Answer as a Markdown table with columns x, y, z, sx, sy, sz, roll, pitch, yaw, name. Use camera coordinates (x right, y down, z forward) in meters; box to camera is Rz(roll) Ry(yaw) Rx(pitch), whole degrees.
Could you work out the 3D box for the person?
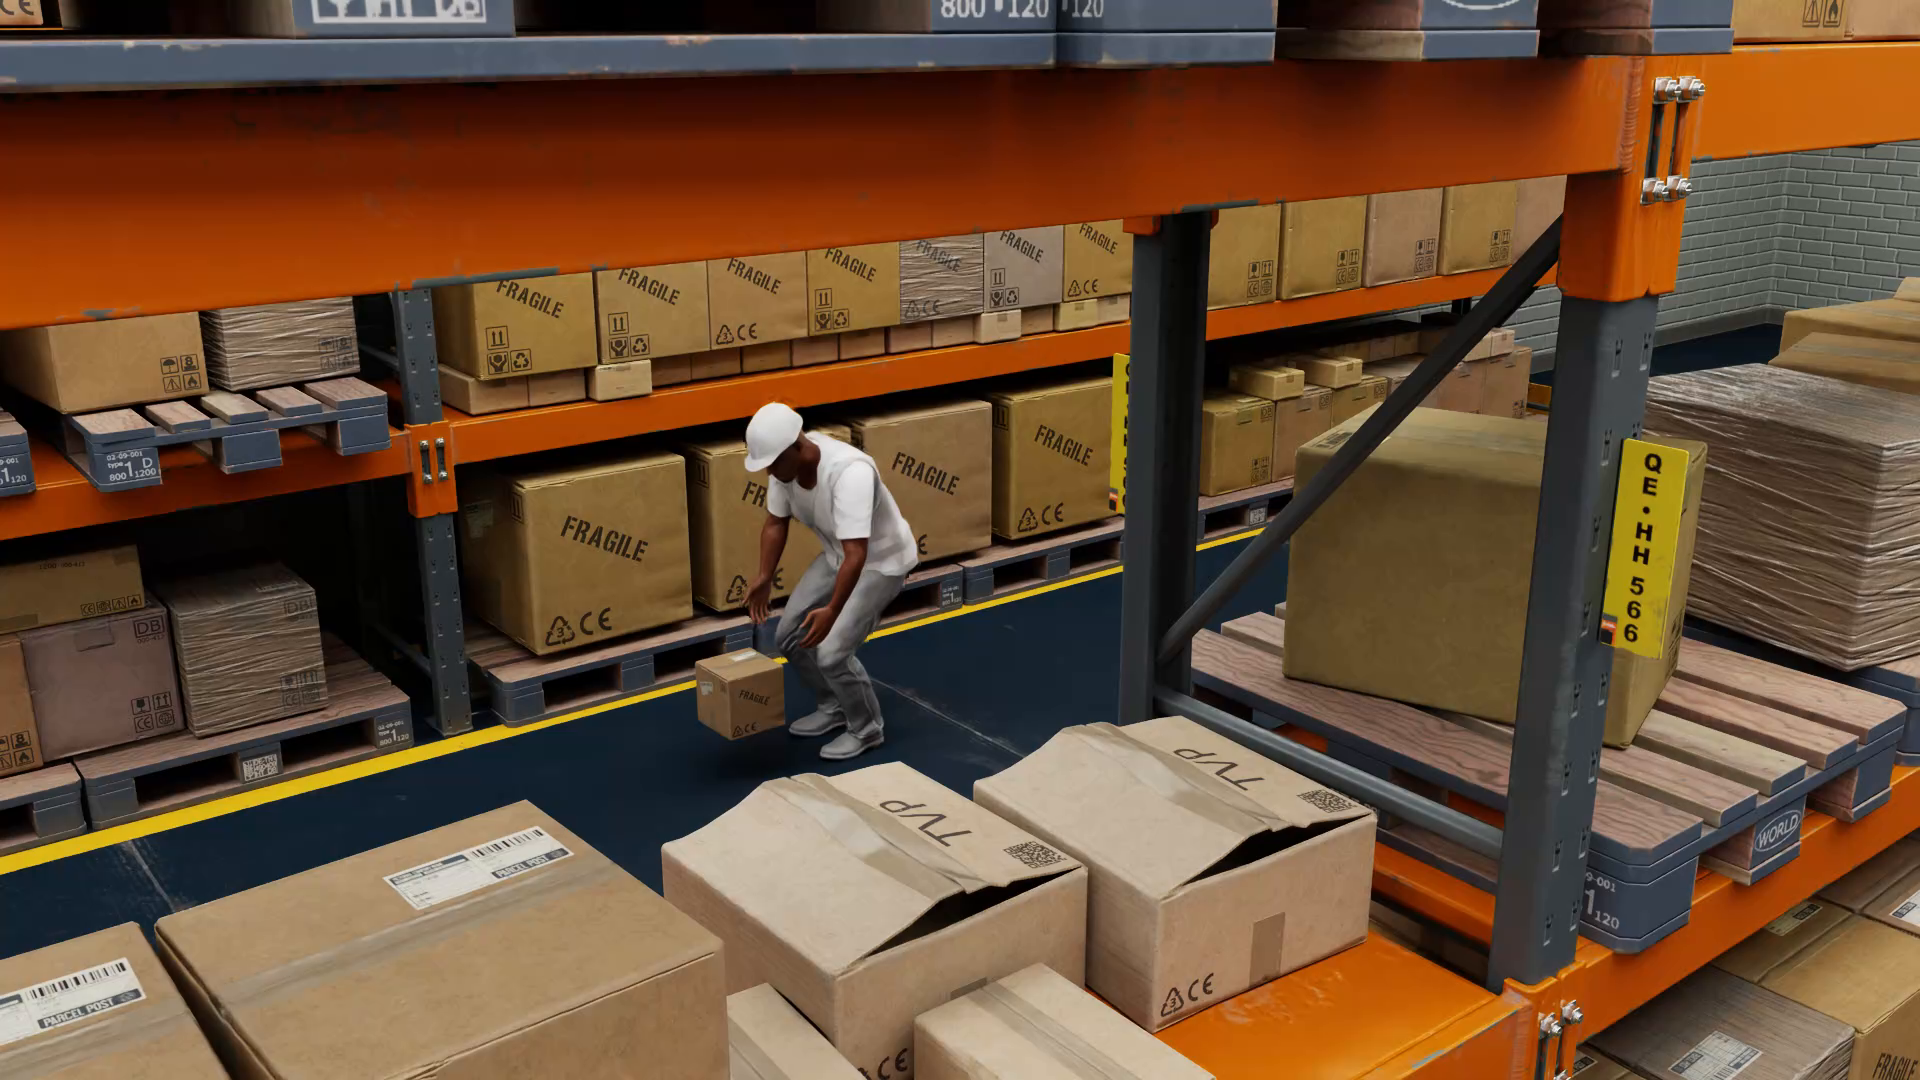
| x | y | z | sx | sy | sz | roll | pitch | yaw | name |
| --- | --- | --- | --- | --- | --- | --- | --- | --- | --- |
| -0.505 | 0.143 | 6.569 | 0.727 | 1.460 | 0.630 | -13 | 22 | -35 | person |
